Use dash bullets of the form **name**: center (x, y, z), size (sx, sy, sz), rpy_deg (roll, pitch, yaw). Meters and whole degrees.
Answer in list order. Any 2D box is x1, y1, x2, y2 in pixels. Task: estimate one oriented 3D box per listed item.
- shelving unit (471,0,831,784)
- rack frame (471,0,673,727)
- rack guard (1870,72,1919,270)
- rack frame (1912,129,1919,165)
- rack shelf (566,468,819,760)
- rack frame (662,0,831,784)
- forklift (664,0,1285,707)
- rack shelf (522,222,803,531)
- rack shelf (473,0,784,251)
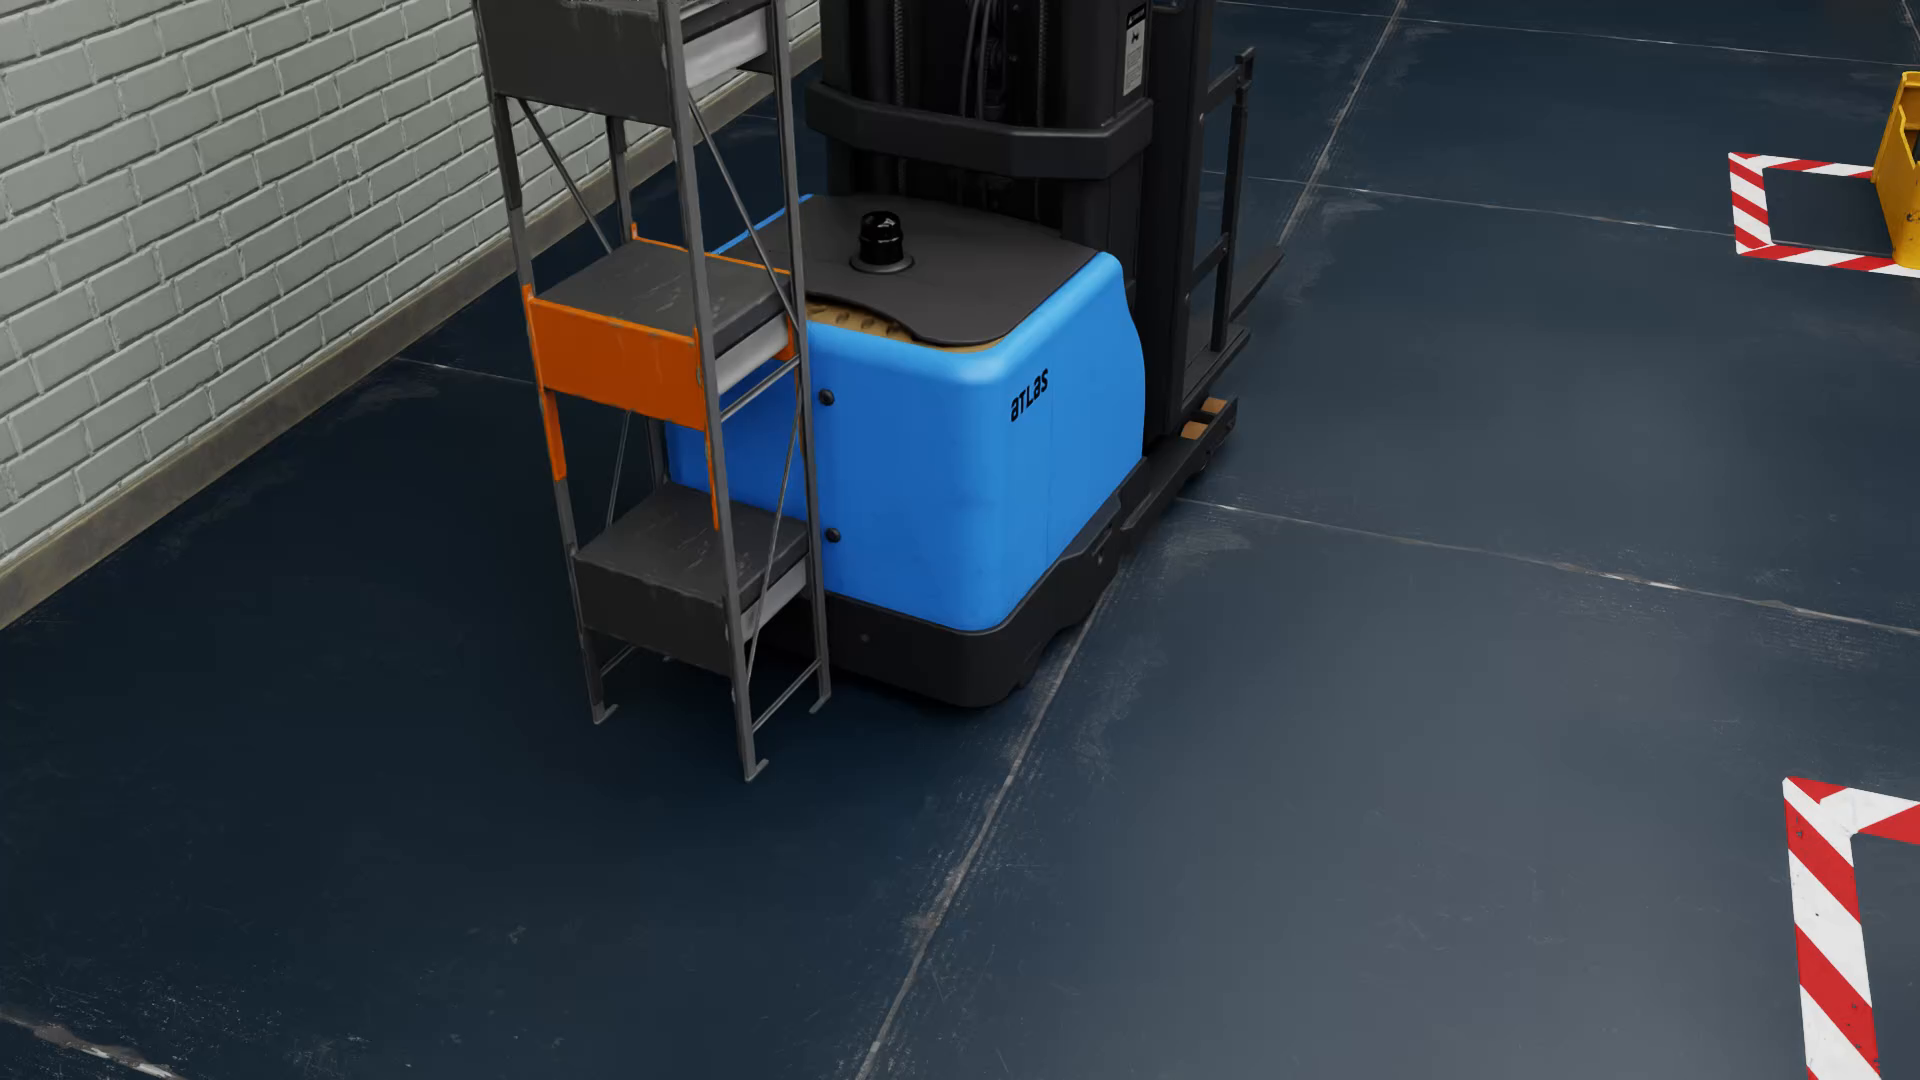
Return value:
- **shelving unit**: center (-0.678, -0.409, 3.939), size (0.503, 2.100, 0.431), rpy_deg (16, 37, 23)
- **rack frame**: center (-0.894, -0.471, 4.035), size (0.015, 2.100, 0.400), rpy_deg (16, 37, 23)
- **rack guard**: center (4.319, -1.633, 7.319), size (0.348, 0.500, 1.175), rpy_deg (11, 34, 16)
- **rack frame**: center (4.342, -2.679, 6.634), size (0.127, 3.000, 1.000), rpy_deg (11, 34, 16)
- **rack shelf**: center (-0.672, 0.184, 4.336), size (0.480, 0.518, 0.431), rpy_deg (16, 37, 23)
- **rack frame**: center (-0.463, -0.347, 3.843), size (0.015, 2.100, 0.400), rpy_deg (16, 37, 23)
- **forklift**: center (0.306, -1.565, 4.972), size (1.130, 2.935, 3.031), rpy_deg (16, 36, 23)
- **rack shelf**: center (-0.678, -0.397, 3.947), size (0.480, 0.518, 0.431), rpy_deg (16, 37, 23)
- **rack shelf**: center (-0.684, -0.979, 3.558), size (0.480, 0.518, 0.431), rpy_deg (16, 37, 23)
